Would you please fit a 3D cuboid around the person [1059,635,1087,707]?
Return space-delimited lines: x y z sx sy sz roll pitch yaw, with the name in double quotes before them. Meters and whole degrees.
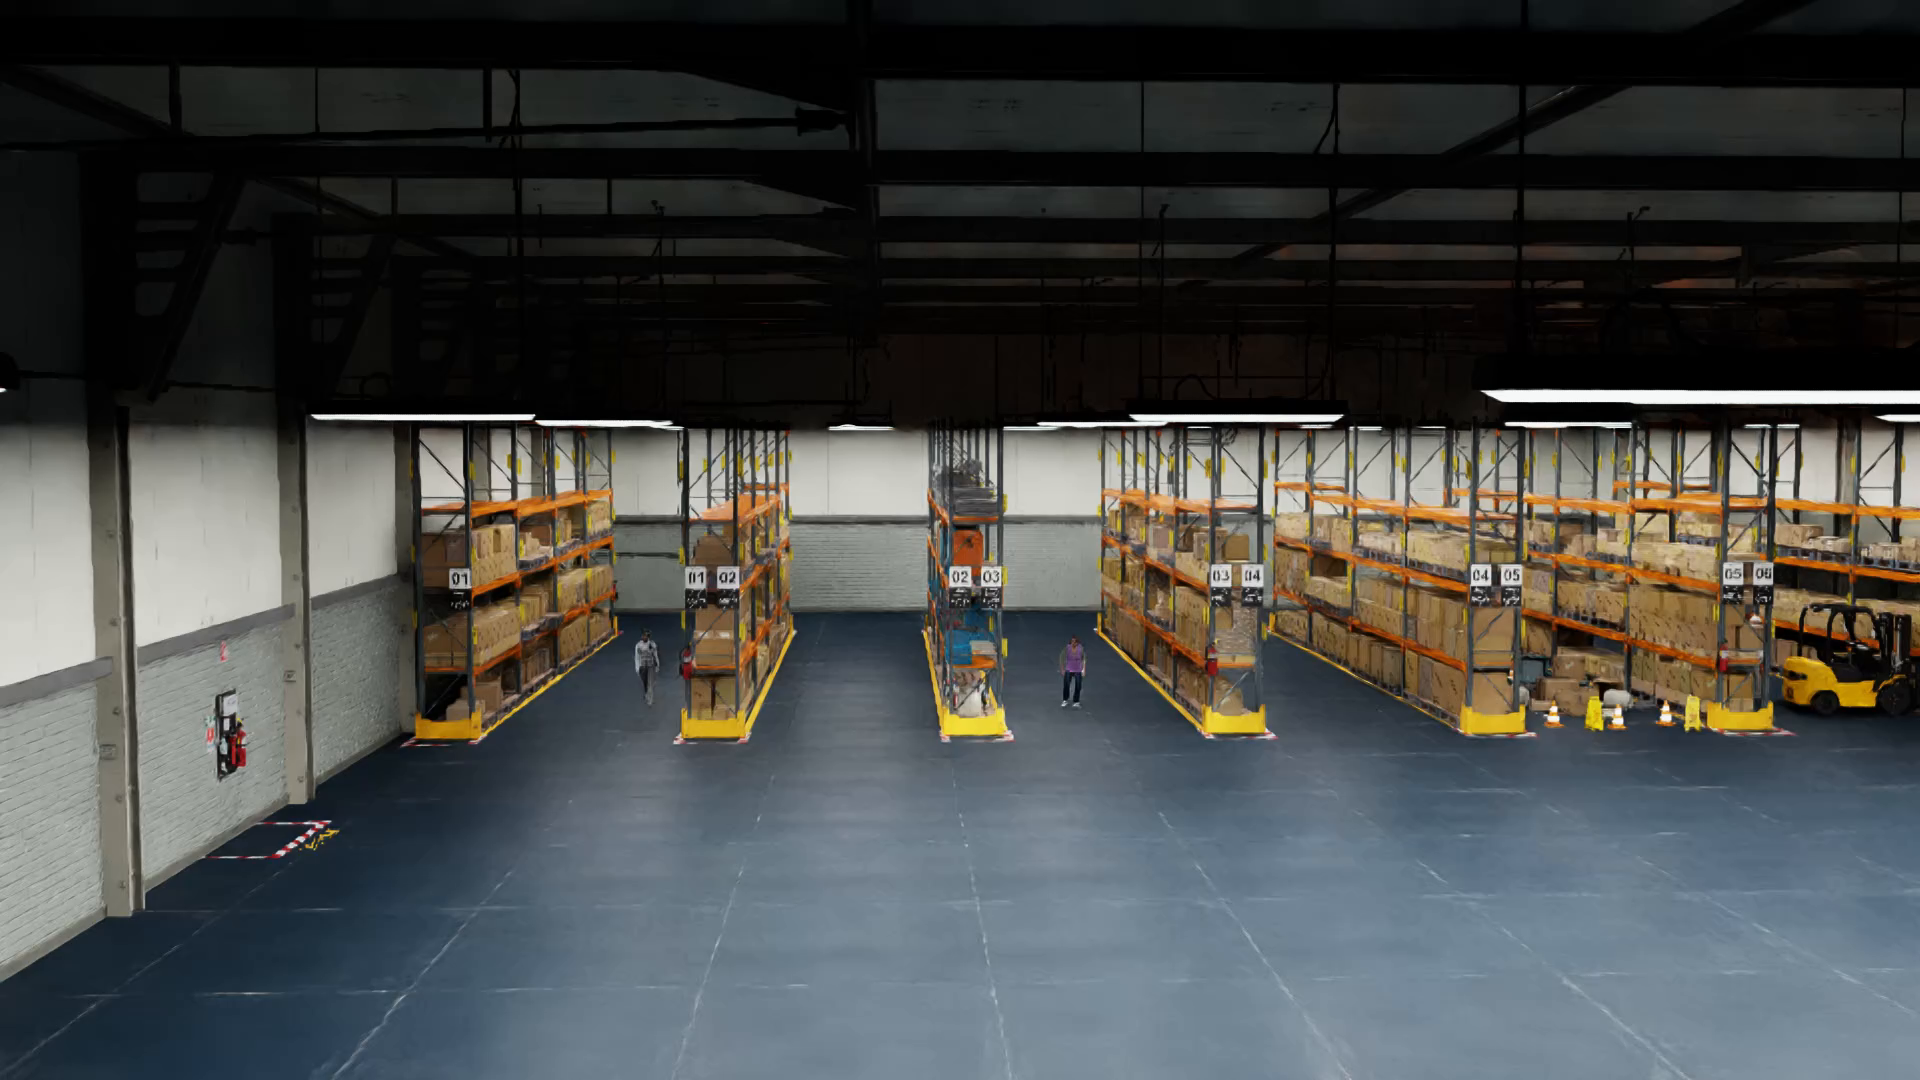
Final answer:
"person" 2.333 2.712 34.444 0.566 1.541 0.519 0 4 -4

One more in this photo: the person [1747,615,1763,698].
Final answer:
"person" 17.009 2.494 35.722 0.503 1.764 0.623 2 4 27

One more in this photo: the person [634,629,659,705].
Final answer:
"person" -6.581 2.635 34.854 0.495 1.589 1.086 0 4 0
